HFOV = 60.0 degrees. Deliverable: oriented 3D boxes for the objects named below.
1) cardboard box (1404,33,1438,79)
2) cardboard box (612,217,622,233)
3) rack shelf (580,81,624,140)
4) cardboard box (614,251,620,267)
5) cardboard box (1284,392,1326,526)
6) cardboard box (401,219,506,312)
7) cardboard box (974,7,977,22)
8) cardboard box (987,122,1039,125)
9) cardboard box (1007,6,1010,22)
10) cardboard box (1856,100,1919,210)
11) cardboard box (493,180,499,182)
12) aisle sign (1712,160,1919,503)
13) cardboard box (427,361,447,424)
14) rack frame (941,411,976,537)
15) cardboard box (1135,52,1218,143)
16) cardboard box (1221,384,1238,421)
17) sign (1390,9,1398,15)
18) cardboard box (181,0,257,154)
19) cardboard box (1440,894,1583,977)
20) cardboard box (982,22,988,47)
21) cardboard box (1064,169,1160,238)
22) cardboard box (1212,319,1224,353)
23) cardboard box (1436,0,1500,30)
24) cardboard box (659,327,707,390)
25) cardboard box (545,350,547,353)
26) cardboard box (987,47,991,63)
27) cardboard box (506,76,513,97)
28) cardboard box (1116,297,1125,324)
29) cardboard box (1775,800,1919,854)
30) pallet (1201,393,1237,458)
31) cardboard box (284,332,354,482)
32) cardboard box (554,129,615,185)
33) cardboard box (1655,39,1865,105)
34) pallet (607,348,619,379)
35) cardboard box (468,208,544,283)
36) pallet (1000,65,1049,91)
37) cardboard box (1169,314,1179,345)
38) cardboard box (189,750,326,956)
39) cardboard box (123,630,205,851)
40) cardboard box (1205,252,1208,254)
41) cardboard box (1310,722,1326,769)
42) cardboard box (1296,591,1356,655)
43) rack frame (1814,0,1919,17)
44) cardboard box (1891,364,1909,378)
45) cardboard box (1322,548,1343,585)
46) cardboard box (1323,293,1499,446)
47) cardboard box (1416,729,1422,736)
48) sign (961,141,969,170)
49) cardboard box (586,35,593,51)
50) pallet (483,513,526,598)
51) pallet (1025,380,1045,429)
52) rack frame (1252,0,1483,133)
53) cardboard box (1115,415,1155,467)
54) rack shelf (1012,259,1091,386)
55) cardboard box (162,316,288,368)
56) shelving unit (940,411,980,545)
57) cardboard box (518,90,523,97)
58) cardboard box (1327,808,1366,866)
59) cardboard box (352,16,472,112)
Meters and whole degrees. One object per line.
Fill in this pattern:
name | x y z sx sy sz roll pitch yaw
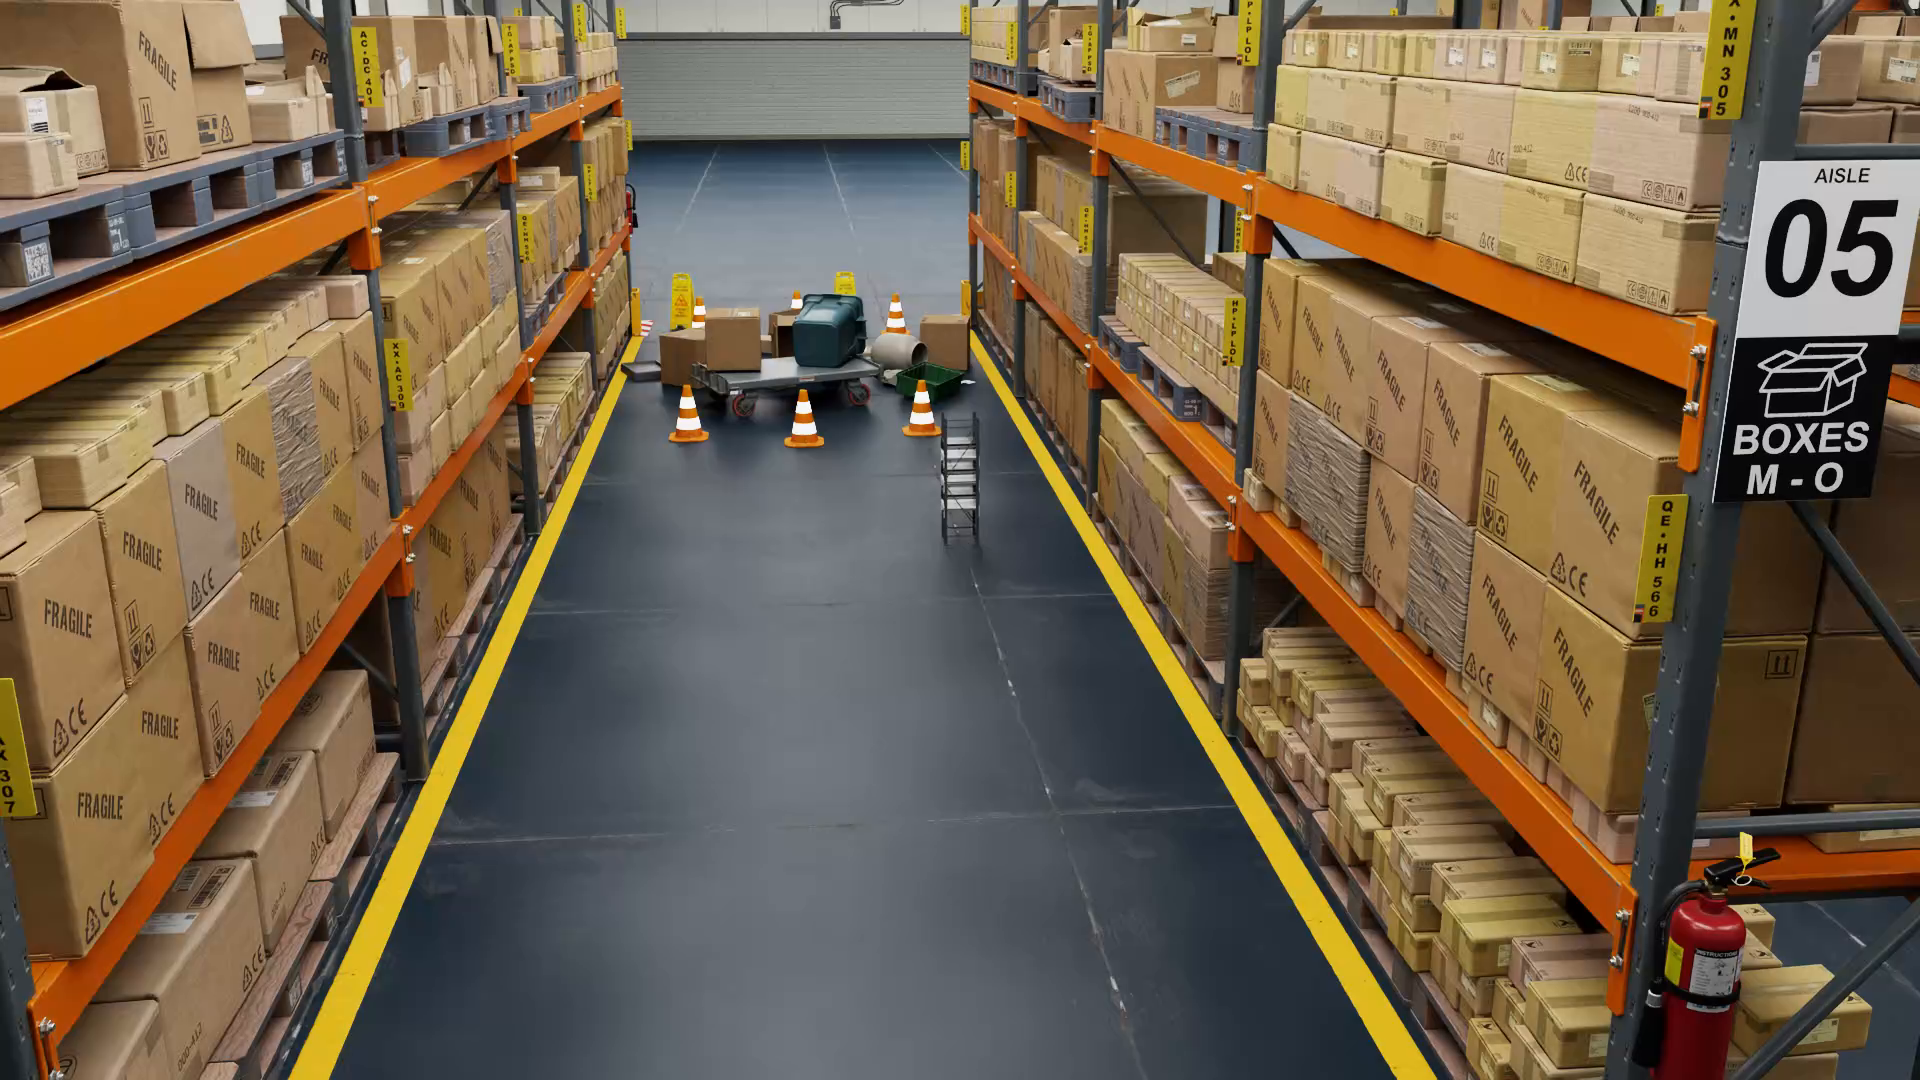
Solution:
cardboard box | 1.767 -1.676 5.749 0.380 0.149 0.250 -2 18 -7
cardboard box | -3.851 -3.395 17.902 0.380 0.149 0.250 -1 17 -5
rack shelf | -4.095 -4.336 16.675 1.077 0.370 4.000 -2 18 -6
cardboard box | -3.832 -2.987 17.738 0.380 0.149 0.250 -1 17 -5
cardboard box | 1.708 -0.339 7.086 0.500 0.500 0.500 -2 18 -6
cardboard box | -3.101 -1.687 10.207 0.500 0.500 0.500 -1 17 -5
cardboard box | 0.355 -5.783 18.302 0.380 0.149 0.250 -2 18 -5
cardboard box | 0.760 -4.341 18.444 0.875 0.550 0.550 -2 18 -6
cardboard box | 0.644 -4.950 15.648 0.380 0.149 0.250 -2 18 -6
cardboard box | 2.475 -1.000 4.263 0.500 0.250 0.500 -1 17 -5
cardboard box | -4.125 -2.894 14.523 0.500 0.500 0.500 -1 17 -4
aisle sign | 1.972 -0.470 3.825 0.394 0.787 0.004 -2 18 -6
cardboard box | -2.910 -0.730 8.411 0.500 0.250 0.500 -2 17 -5
rack frame | -0.010 -0.457 11.631 0.240 0.900 0.006 -2 18 -6
cardboard box | 1.347 -2.647 9.925 0.500 0.500 0.500 -2 18 -6
cardboard box | 1.584 -0.722 8.688 0.380 0.149 0.250 -2 18 -5
sign | 5.016 -5.982 19.256 0.100 0.325 0.005 -2 18 -6
cardboard box | -2.892 -1.597 5.707 0.797 0.503 0.637 0 17 -1
cardboard box | 1.834 1.316 5.543 0.380 0.149 0.250 -2 18 -7
cardboard box | 0.513 -5.324 17.504 0.500 0.250 0.500 -2 18 -6
cardboard box | 1.239 -2.758 13.619 0.700 0.500 0.500 -2 18 -6
cardboard box | 1.561 -1.087 8.857 0.380 0.149 0.250 -2 18 -7
cardboard box | 5.441 -5.559 17.870 0.500 0.500 0.500 -2 18 -6
cardboard box | -2.646 -1.822 16.643 0.500 0.500 0.500 11 21 32
cardboard box | -4.217 -1.709 16.002 0.500 0.250 0.500 -1 17 -3
cardboard box | 0.486 -5.023 17.212 0.380 0.149 0.250 -2 18 -5
cardboard box | -3.564 -3.222 11.758 0.700 0.500 0.500 -2 18 -6
cardboard box | 1.283 -1.585 11.435 0.380 0.149 0.250 -2 18 -6
cardboard box | 2.555 0.753 4.691 0.380 0.149 0.250 -2 18 -6
pallet | 1.916 -0.593 8.878 1.003 0.211 1.213 -2 18 -6
cardboard box | -2.696 -0.510 6.459 0.500 0.500 0.500 -2 18 -6
cardboard box | -3.774 -3.760 16.314 0.700 0.500 0.500 -2 18 -7
cardboard box | 1.936 -1.139 4.038 0.380 0.149 0.250 -2 18 -6
pallet | -4.122 -1.885 17.330 1.003 0.211 1.213 -2 18 -6
cardboard box | -3.353 -2.147 12.144 0.500 0.500 0.500 -1 17 -3
pallet | 0.951 -4.468 16.043 1.003 0.211 1.213 -2 18 -6
cardboard box | 1.453 -1.252 9.879 0.380 0.149 0.250 -1 17 -4
cardboard box | -3.012 1.210 6.391 0.875 0.438 0.875 -2 18 -7
cardboard box | -2.495 0.573 4.676 0.500 0.500 0.500 -2 18 -6
cardboard box | 1.604 -1.985 12.825 0.500 0.500 0.500 -2 18 -6
cardboard box | 1.770 0.908 7.338 0.380 0.149 0.250 -3 18 -8
cardboard box | 2.037 0.312 9.148 0.500 0.500 0.500 -1 17 -3
rack frame | 6.381 -4.629 11.399 1.000 3.000 0.127 -2 18 -6
cardboard box | 6.273 -1.355 10.819 0.500 0.500 0.500 -2 18 -7
cardboard box | 1.717 0.073 6.856 0.380 0.149 0.250 -1 17 -5
cardboard box | 1.744 -0.672 6.476 0.500 0.500 0.500 -1 17 -5
cardboard box | 2.212 0.887 7.405 0.380 0.149 0.250 -2 18 -5
sign | 0.060 -4.463 19.307 0.100 0.325 0.005 -2 18 -6
cardboard box | -3.671 -4.683 15.666 0.380 0.149 0.250 -2 18 -6
pallet | -3.470 0.107 10.984 1.003 0.211 1.213 -2 18 -6
pallet | 1.179 -1.278 15.394 1.003 0.211 1.213 -2 18 -6
rack frame | 1.850 -3.314 7.211 1.000 3.000 0.127 -2 18 -6
cardboard box | 1.320 -0.645 10.945 0.500 0.250 0.500 -2 18 -6
rack shelf | 1.231 -1.896 13.911 1.077 0.370 4.000 -2 18 -6
cardboard box | -2.674 -0.717 6.032 0.380 0.149 0.250 -2 18 -6
shelving unit | 0.001 -0.427 11.535 0.258 0.900 0.210 -2 18 -6
cardboard box | -4.163 -4.126 15.224 0.380 0.149 0.250 -2 17 -5
cardboard box | 1.742 1.211 6.869 0.380 0.149 0.250 -2 18 -7
cardboard box | -3.006 -2.624 9.151 0.500 0.500 0.500 -2 18 -5
